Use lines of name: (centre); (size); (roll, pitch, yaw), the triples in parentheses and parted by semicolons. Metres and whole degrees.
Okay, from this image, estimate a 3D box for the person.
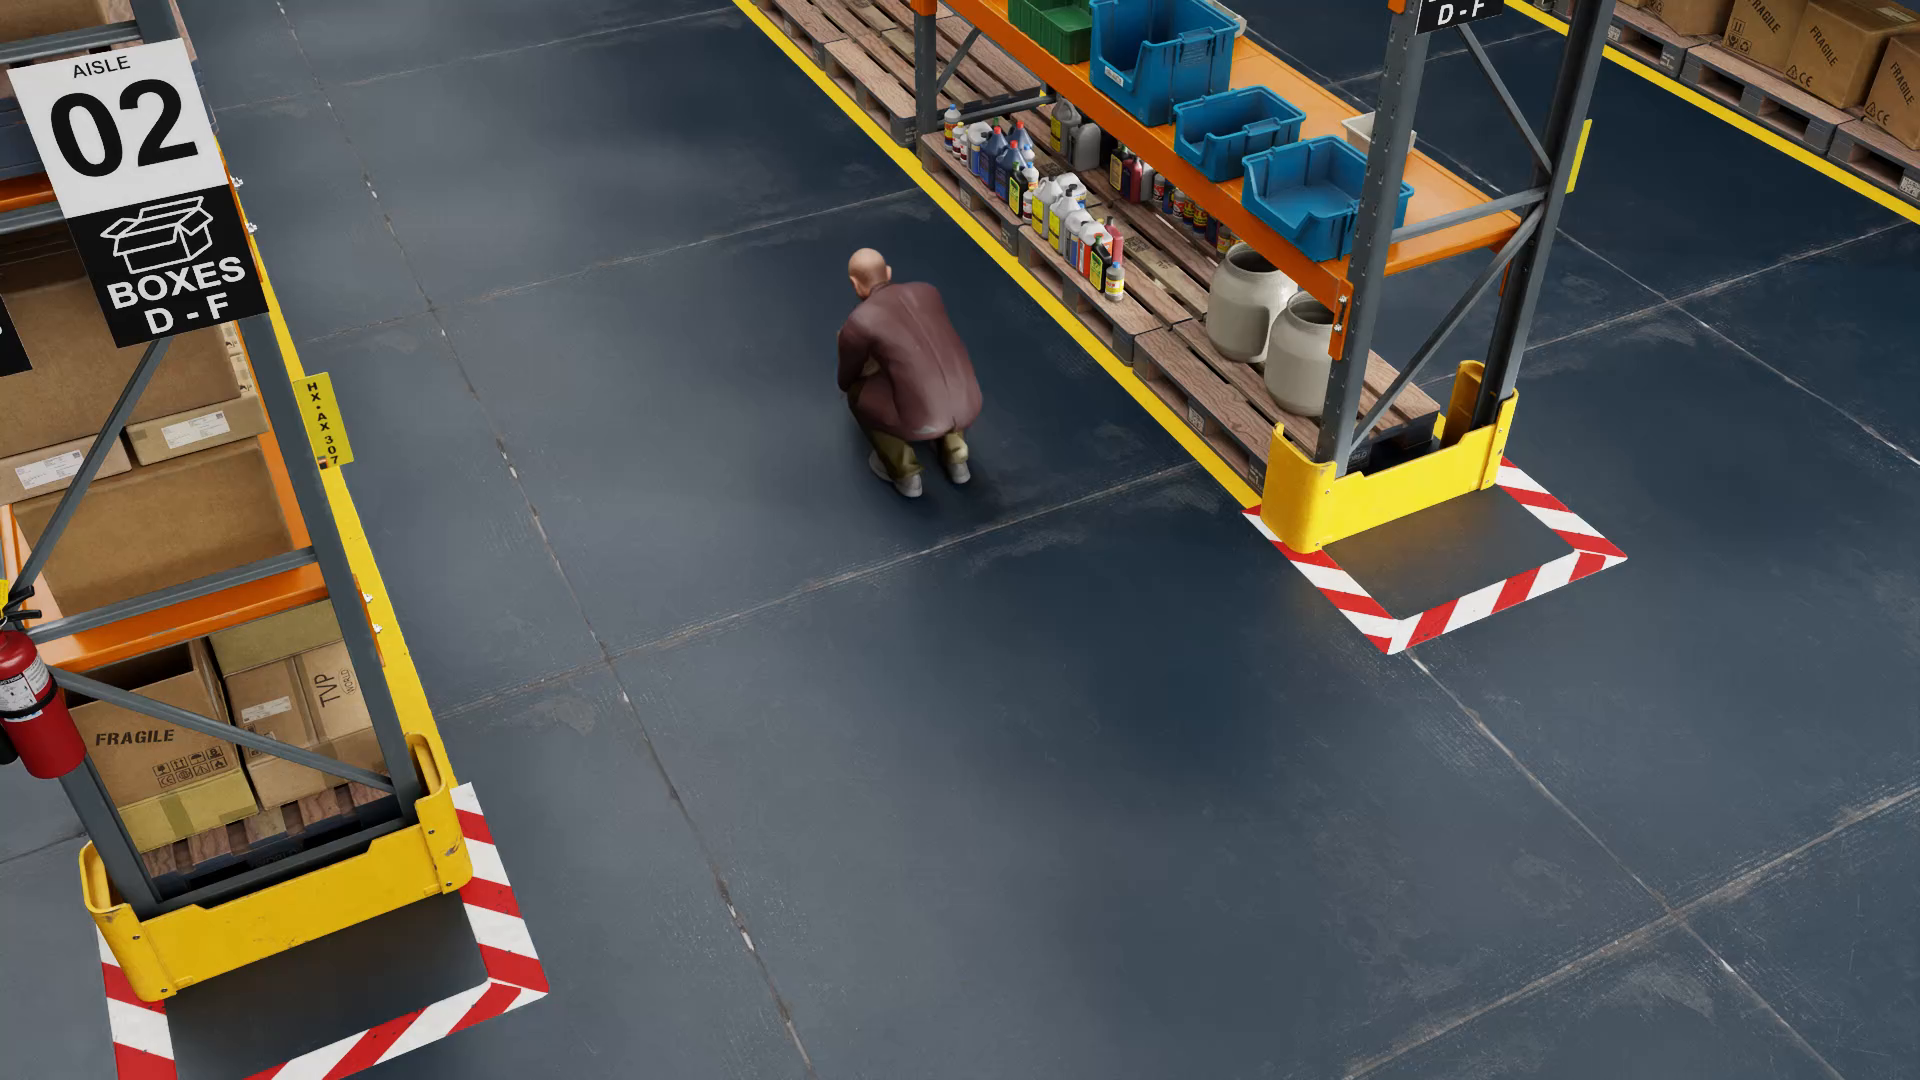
person: (-0.254, -0.797, 7.692); (0.583, 1.006, 0.921); (-20, 44, -21)
